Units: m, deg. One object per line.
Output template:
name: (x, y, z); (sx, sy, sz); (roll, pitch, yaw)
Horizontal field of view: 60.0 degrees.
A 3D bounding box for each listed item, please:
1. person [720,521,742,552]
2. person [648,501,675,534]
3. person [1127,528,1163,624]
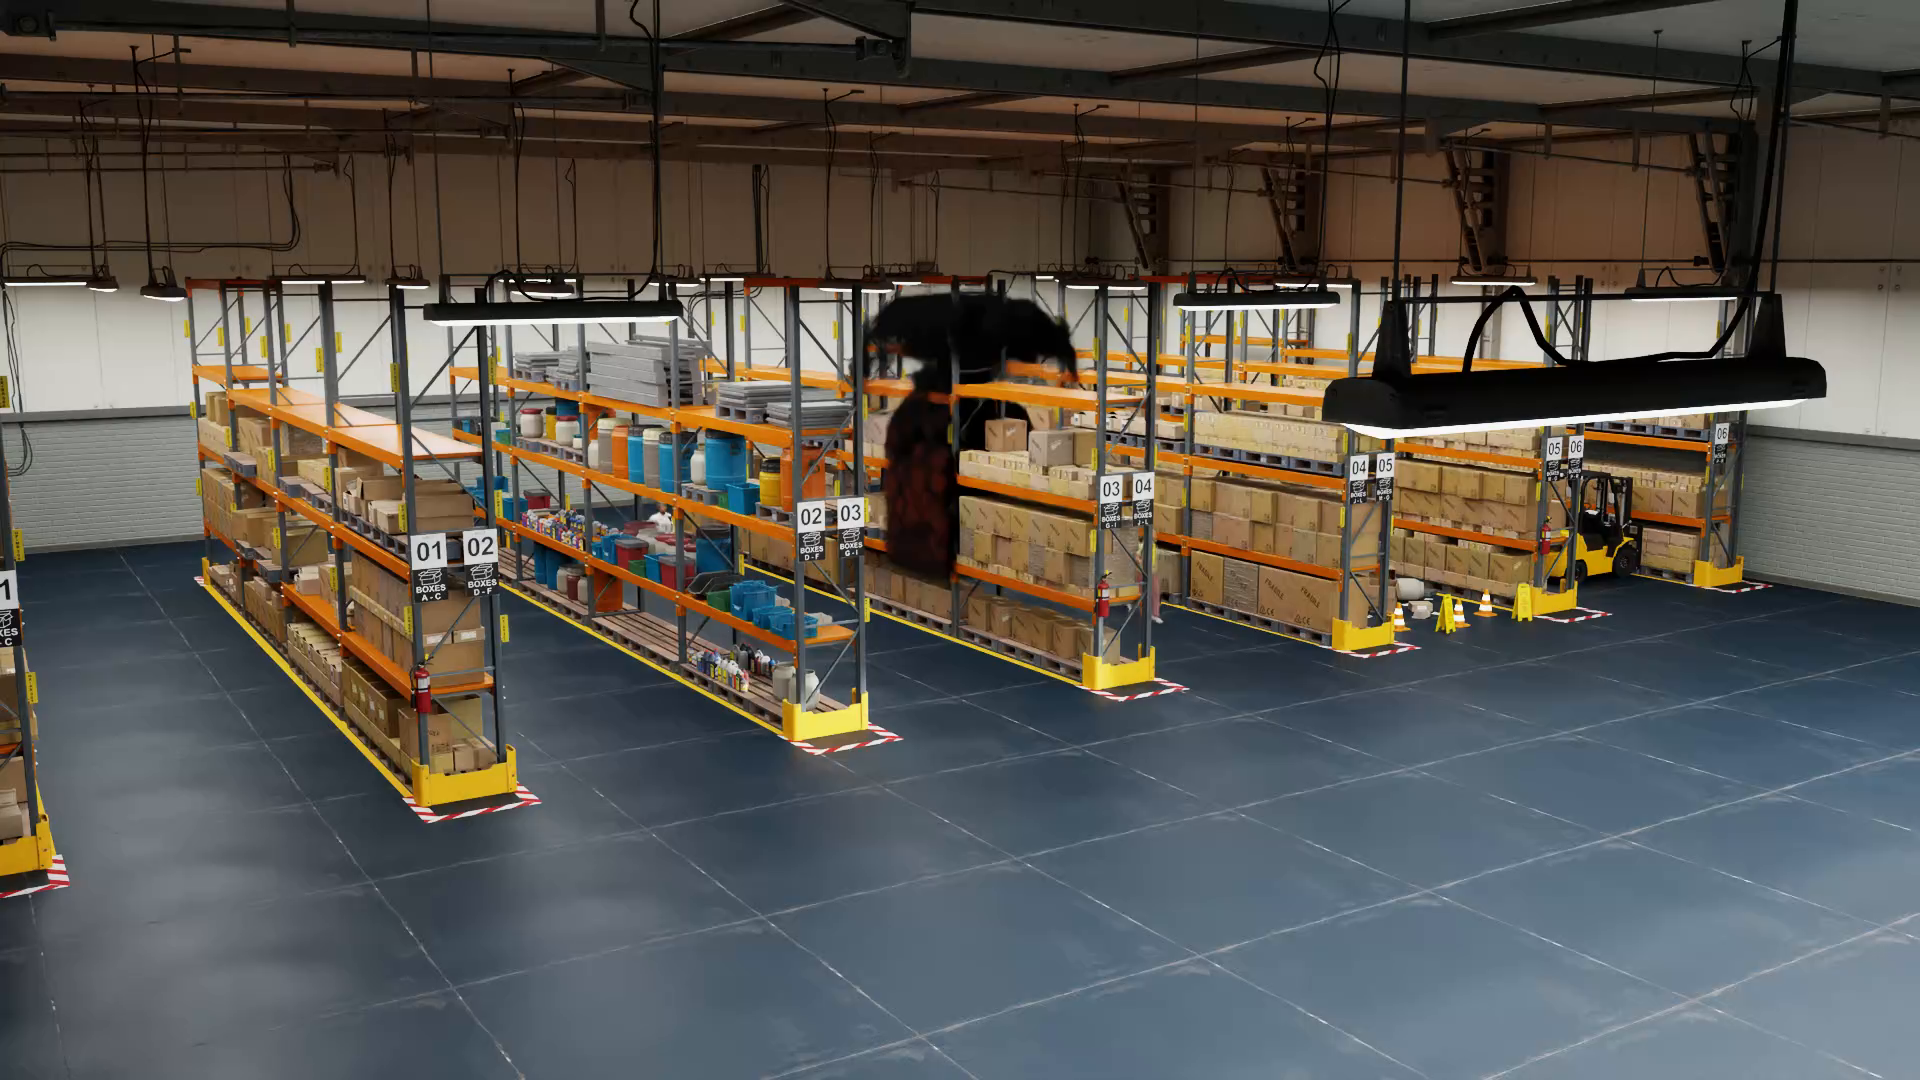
person: (-4.294, 0.394, 30.447); (0.698, 1.736, 0.853); (-8, 12, -38)
person: (-5.872, -0.011, 32.909); (0.649, 1.605, 0.417); (-8, 13, -41)
person: (3.308, 0.599, 29.503); (0.601, 1.661, 0.952); (-8, 13, -40)
